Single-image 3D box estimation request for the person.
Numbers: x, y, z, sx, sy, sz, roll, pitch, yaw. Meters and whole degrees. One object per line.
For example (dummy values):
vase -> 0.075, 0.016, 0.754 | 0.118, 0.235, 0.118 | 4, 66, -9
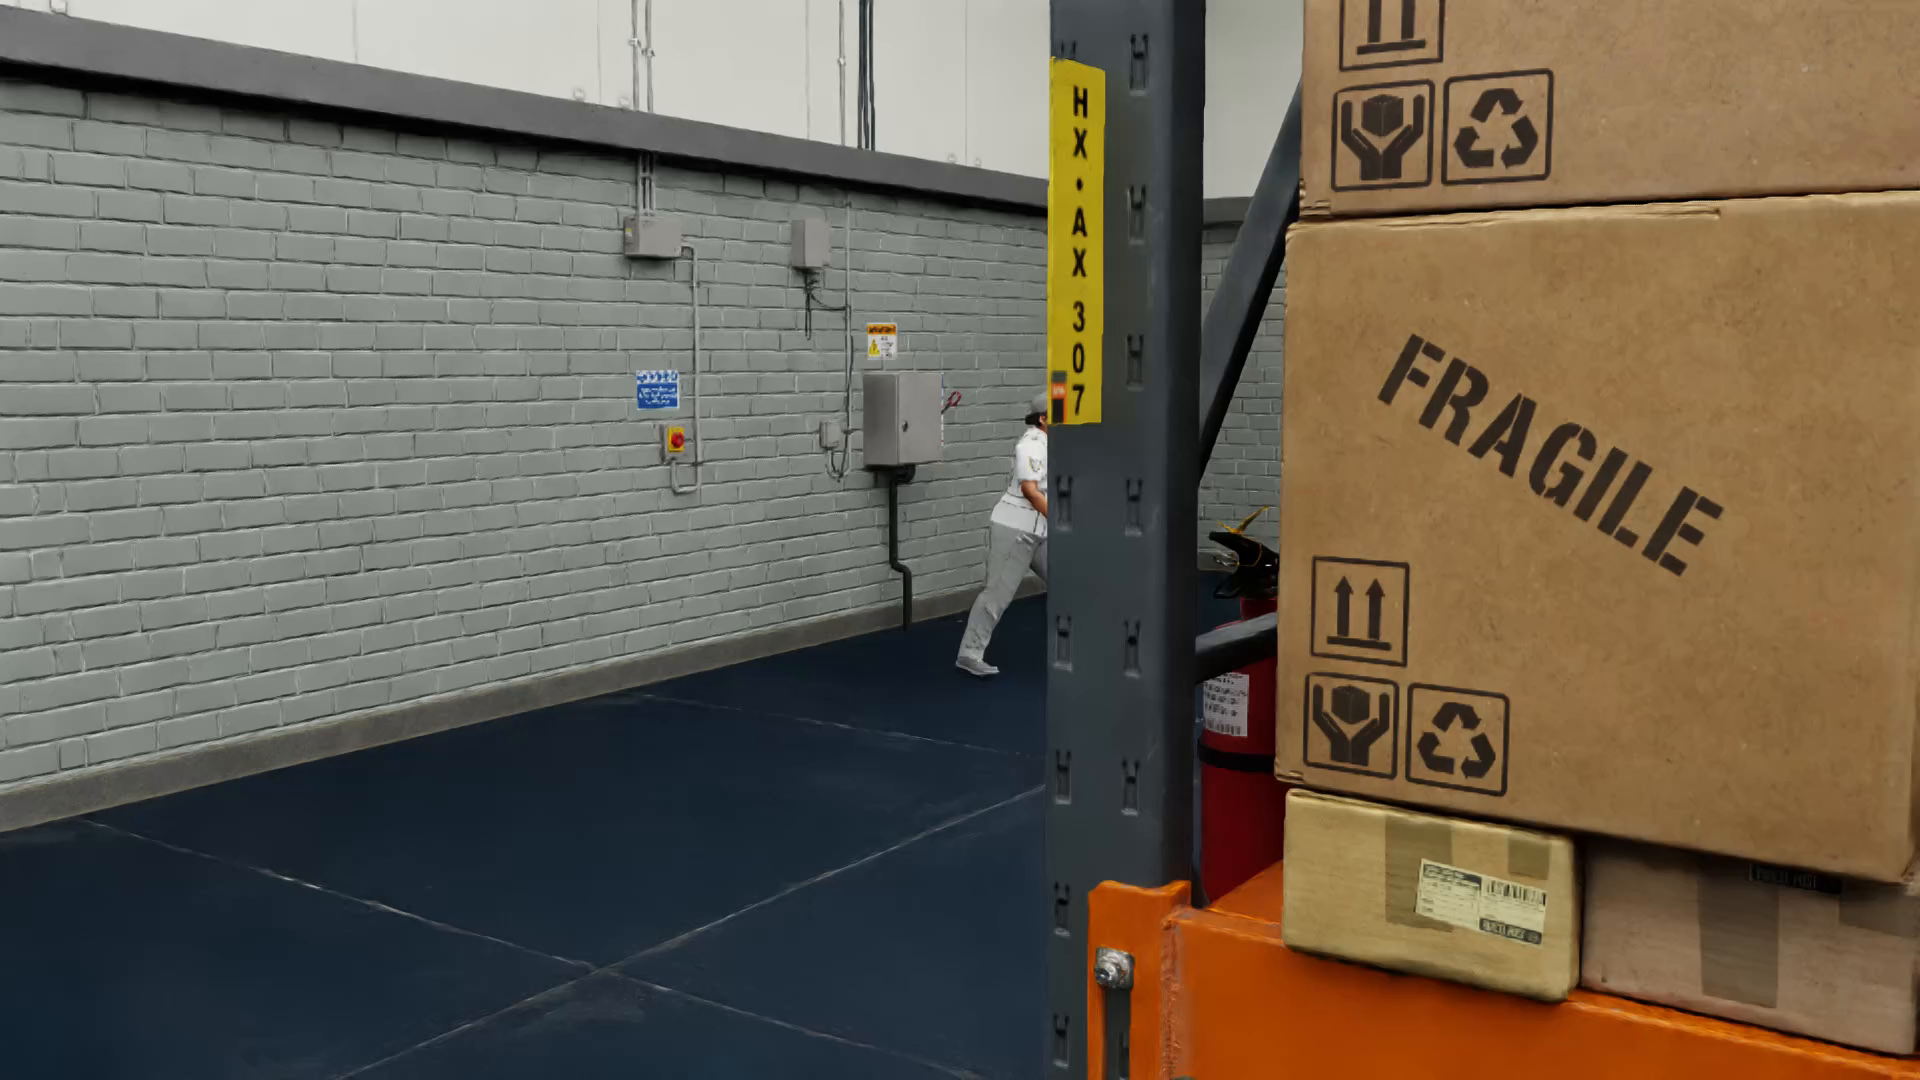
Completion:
person -> 0.386, -0.044, 9.508 | 0.779, 1.612, 0.627 | 2, 7, 19
